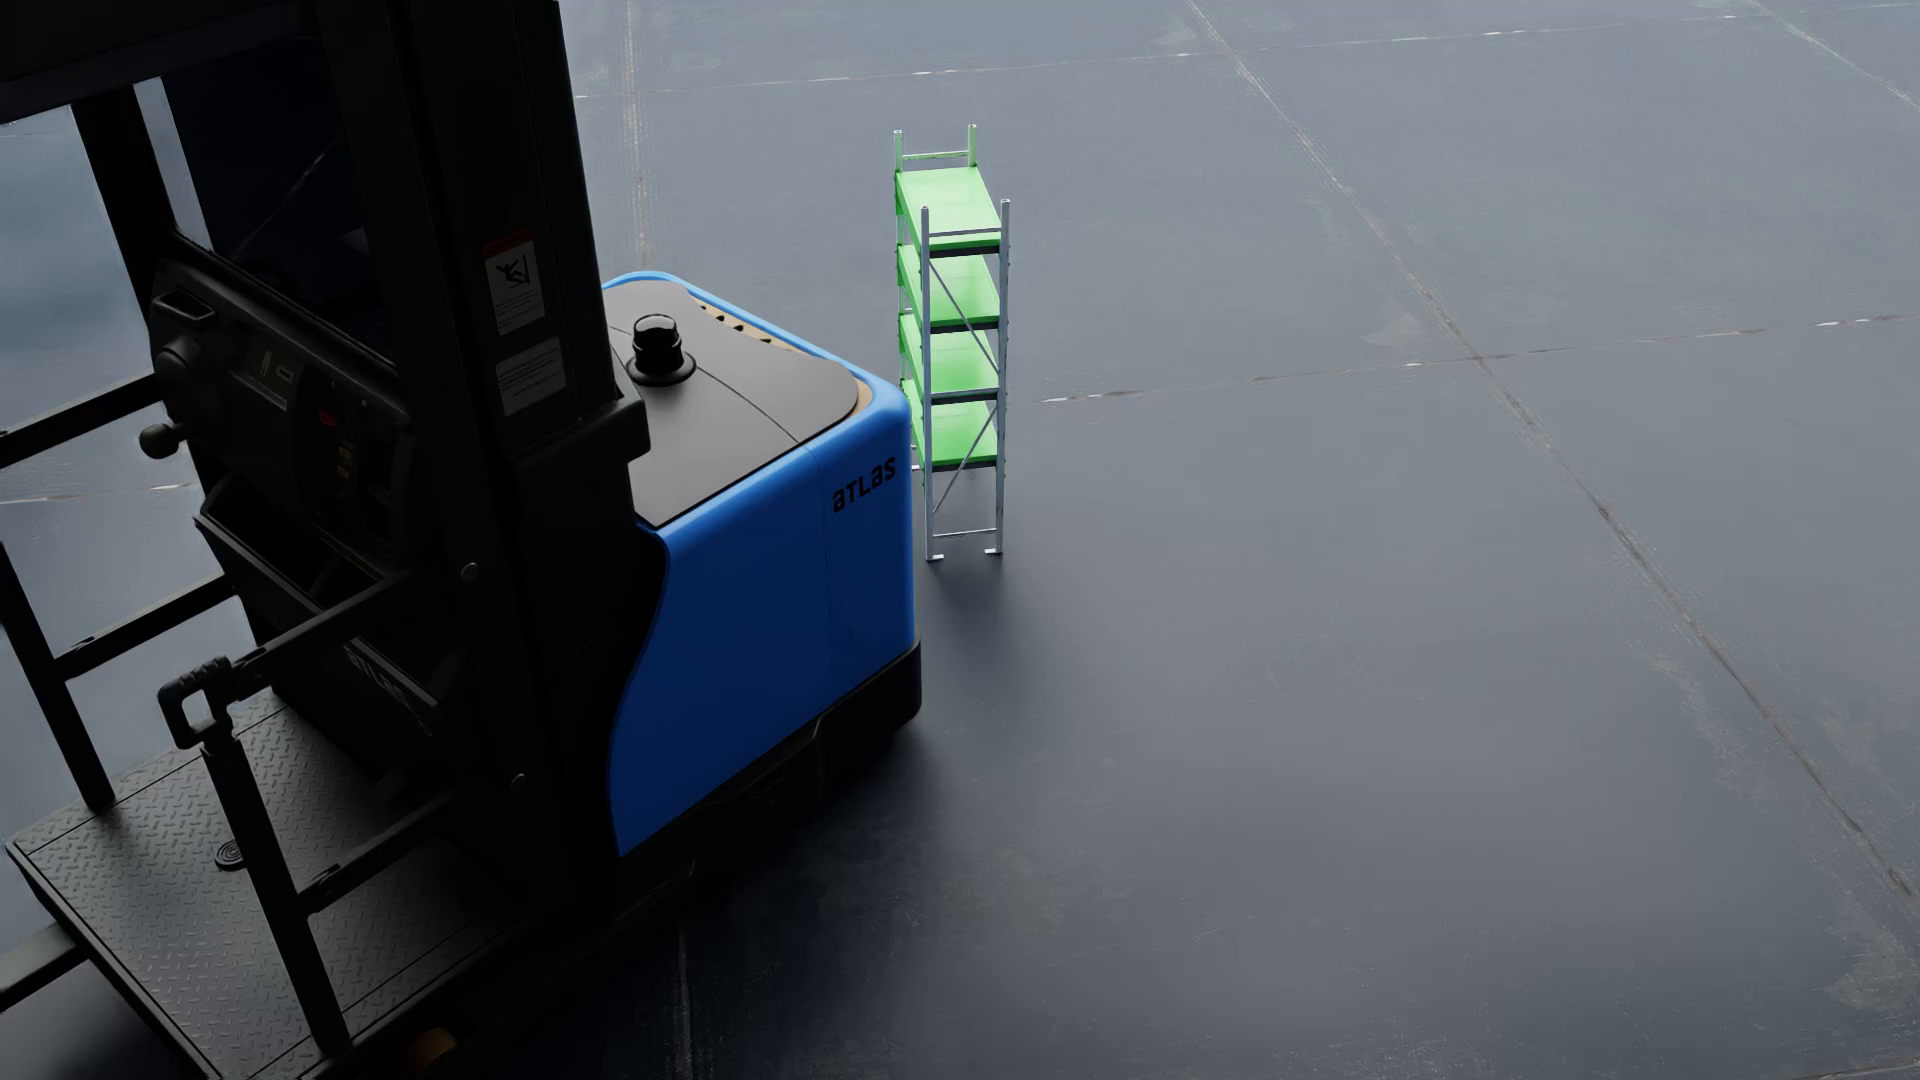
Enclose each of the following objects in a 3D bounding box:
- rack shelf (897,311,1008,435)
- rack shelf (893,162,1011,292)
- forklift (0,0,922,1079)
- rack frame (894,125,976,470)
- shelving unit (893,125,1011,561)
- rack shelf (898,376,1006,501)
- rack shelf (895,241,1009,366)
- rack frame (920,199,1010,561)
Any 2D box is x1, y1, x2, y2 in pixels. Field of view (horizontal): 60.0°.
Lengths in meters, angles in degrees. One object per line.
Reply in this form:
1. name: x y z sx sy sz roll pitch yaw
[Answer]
1. rack shelf: -0.029 -0.523 5.050 0.258 0.148 0.480 -6 38 -8
2. rack shelf: -0.029 -0.902 4.755 0.258 0.148 0.480 -6 38 -8
3. forklift: -1.460 -0.185 3.099 1.130 2.935 3.031 29 46 32
4. rack frame: -0.072 -0.721 5.200 0.240 1.200 0.015 -6 38 -8
5. shelving unit: -0.029 -0.574 5.011 0.258 1.200 0.503 -6 38 -8
6. rack shelf: -0.029 -0.334 5.197 0.258 0.148 0.480 -6 38 -8
7. rack shelf: -0.029 -0.713 4.903 0.258 0.148 0.480 -6 38 -8
8. rack frame: 0.014 -0.426 4.821 0.240 1.200 0.015 -6 38 -8
